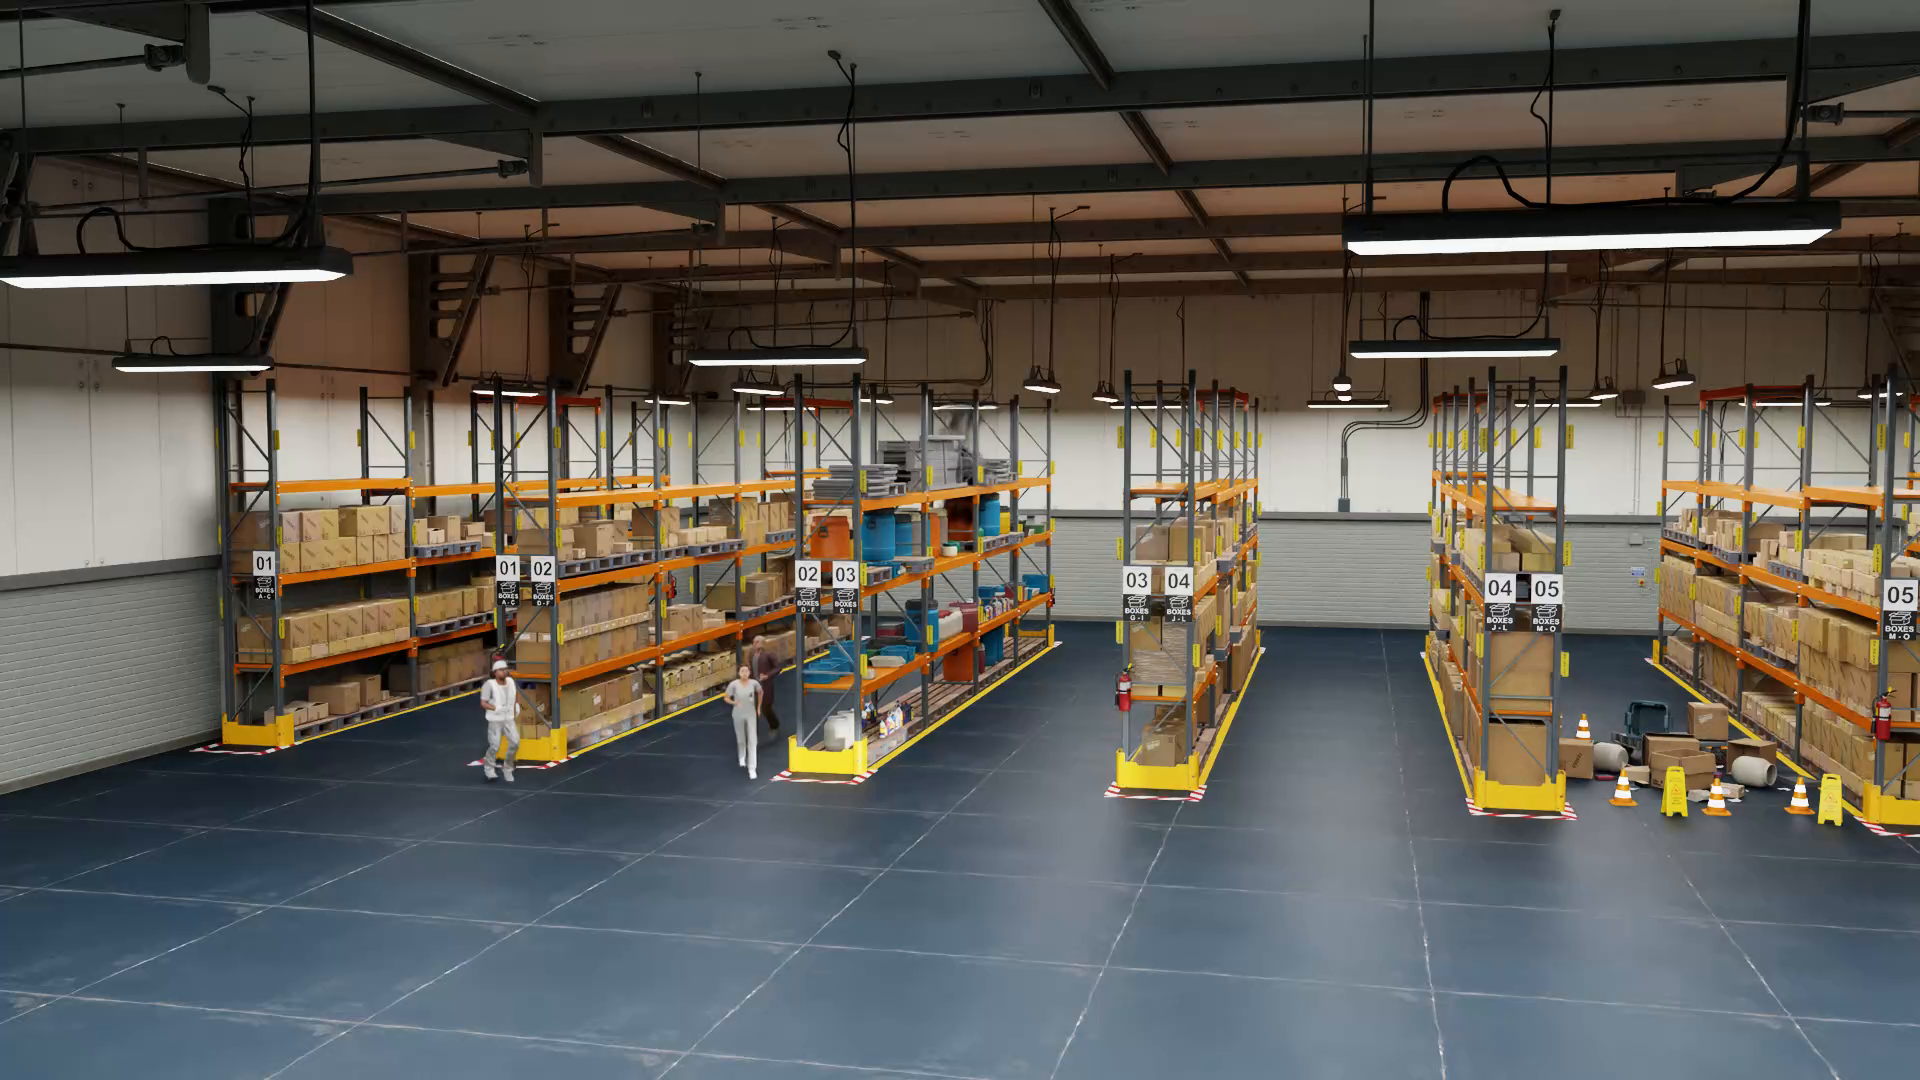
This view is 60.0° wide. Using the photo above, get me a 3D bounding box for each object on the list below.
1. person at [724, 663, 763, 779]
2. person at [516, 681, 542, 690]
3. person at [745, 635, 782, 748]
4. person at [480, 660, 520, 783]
[{"bbox_3d":[-3.239,2.675,24.944,0.600,1.684,0.924,-1,4,-12],"label":"person"},{"bbox_3d":[-7.669,2.403,29.774,0.663,1.642,0.571,1,4,14],"label":"person"},{"bbox_3d":[-3.224,2.470,27.398,0.695,1.824,0.917,1,4,23],"label":"person"},{"bbox_3d":[-6.691,2.669,24.347,0.707,1.825,0.718,-3,5,-44],"label":"person"}]
